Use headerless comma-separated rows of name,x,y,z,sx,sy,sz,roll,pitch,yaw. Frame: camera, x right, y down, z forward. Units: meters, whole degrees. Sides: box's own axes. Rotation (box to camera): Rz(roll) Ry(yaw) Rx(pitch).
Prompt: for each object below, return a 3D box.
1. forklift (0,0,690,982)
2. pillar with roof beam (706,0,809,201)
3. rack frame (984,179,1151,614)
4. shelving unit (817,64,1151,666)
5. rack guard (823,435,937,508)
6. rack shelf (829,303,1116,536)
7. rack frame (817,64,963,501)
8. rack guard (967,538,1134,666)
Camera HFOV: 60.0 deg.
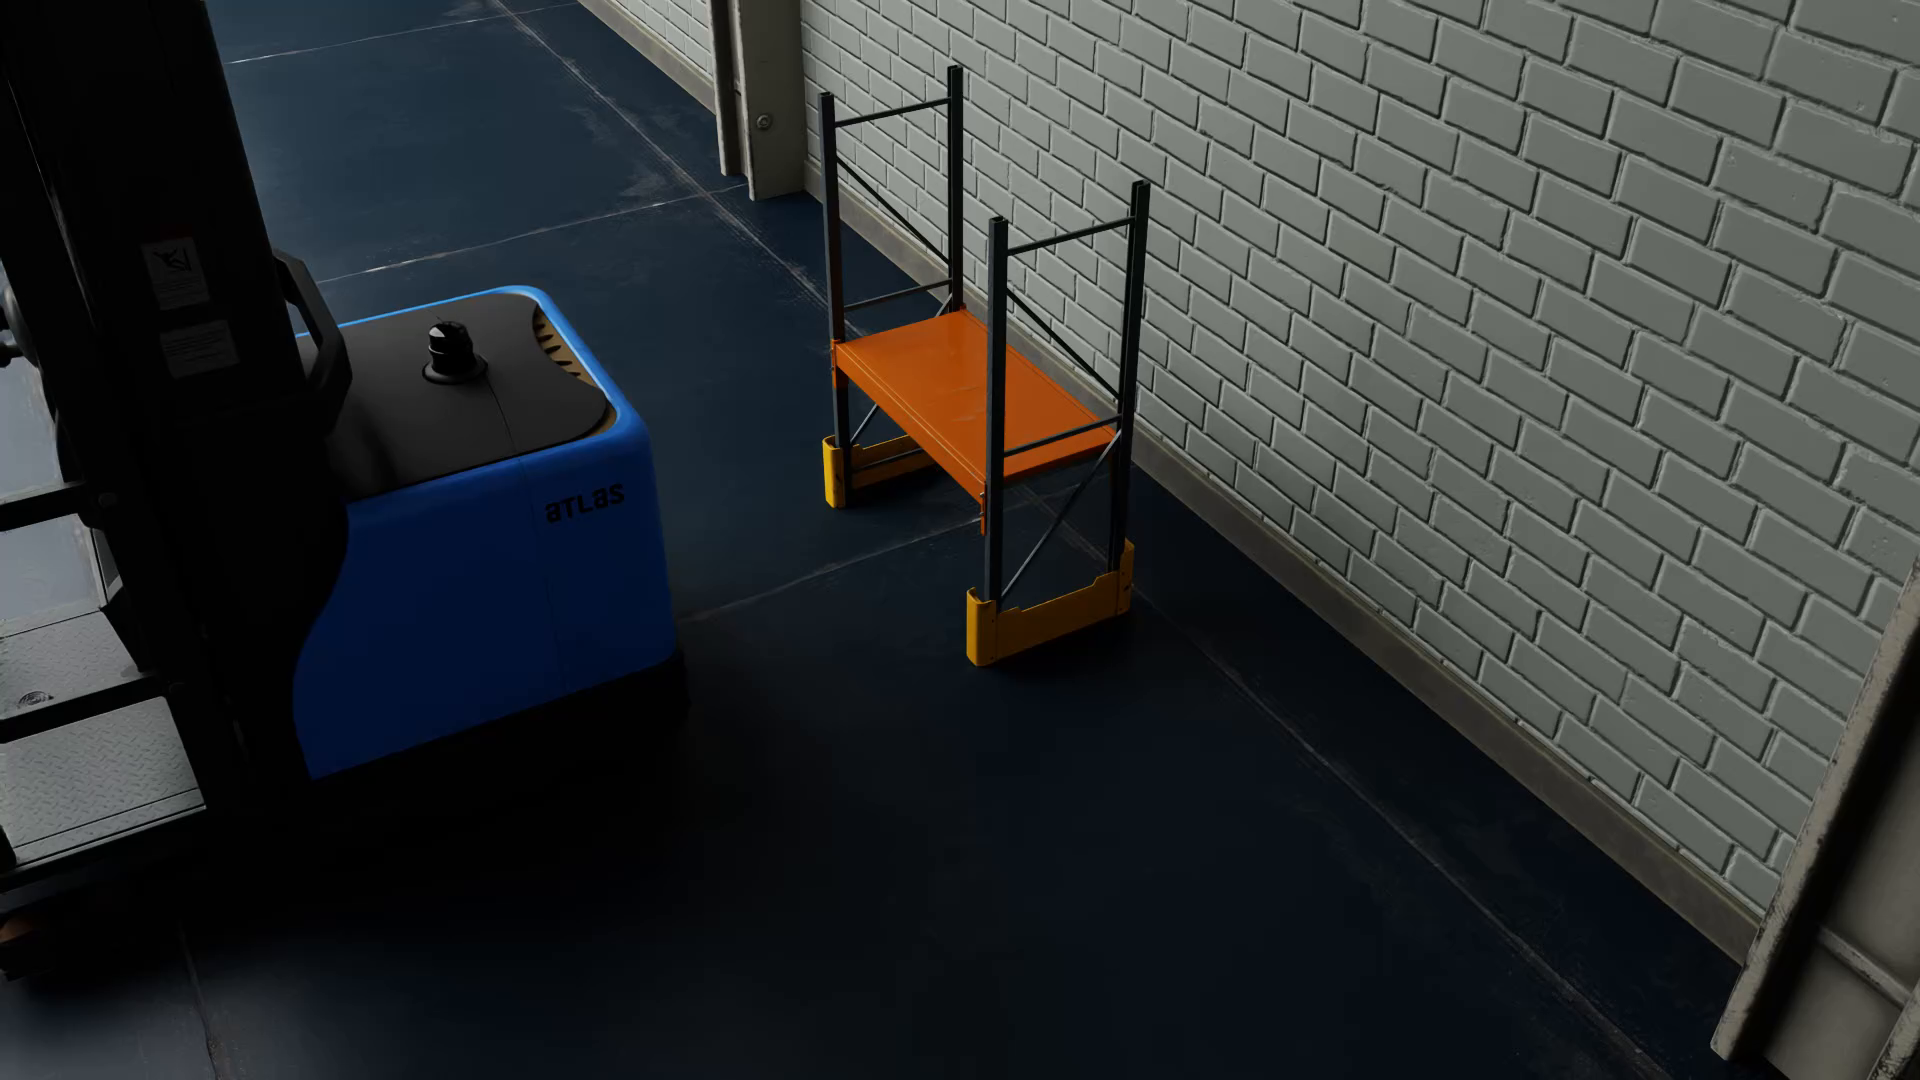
forklift,-2.344,-0.434,3.859,3.031,2.935,1.130,-18,40,-23
pillar with roof beam,-4.677,-4.129,3.774,9.100,9.000,0.400,-19,40,-24
rack frame,0.298,-0.303,4.893,0.500,1.500,0.032,-19,40,-24
shelving unit,0.038,-0.567,5.254,0.587,1.500,1.083,-19,40,-24
rack guard,-0.212,-0.316,5.971,0.587,0.250,0.087,-19,40,-24
rack shelf,0.043,-0.417,5.354,0.538,0.185,1.000,-19,40,-24
rack frame,-0.213,-0.821,5.603,0.500,1.500,0.032,-19,40,-24
rack guard,0.288,0.192,5.275,0.587,0.250,0.087,-19,40,-24
